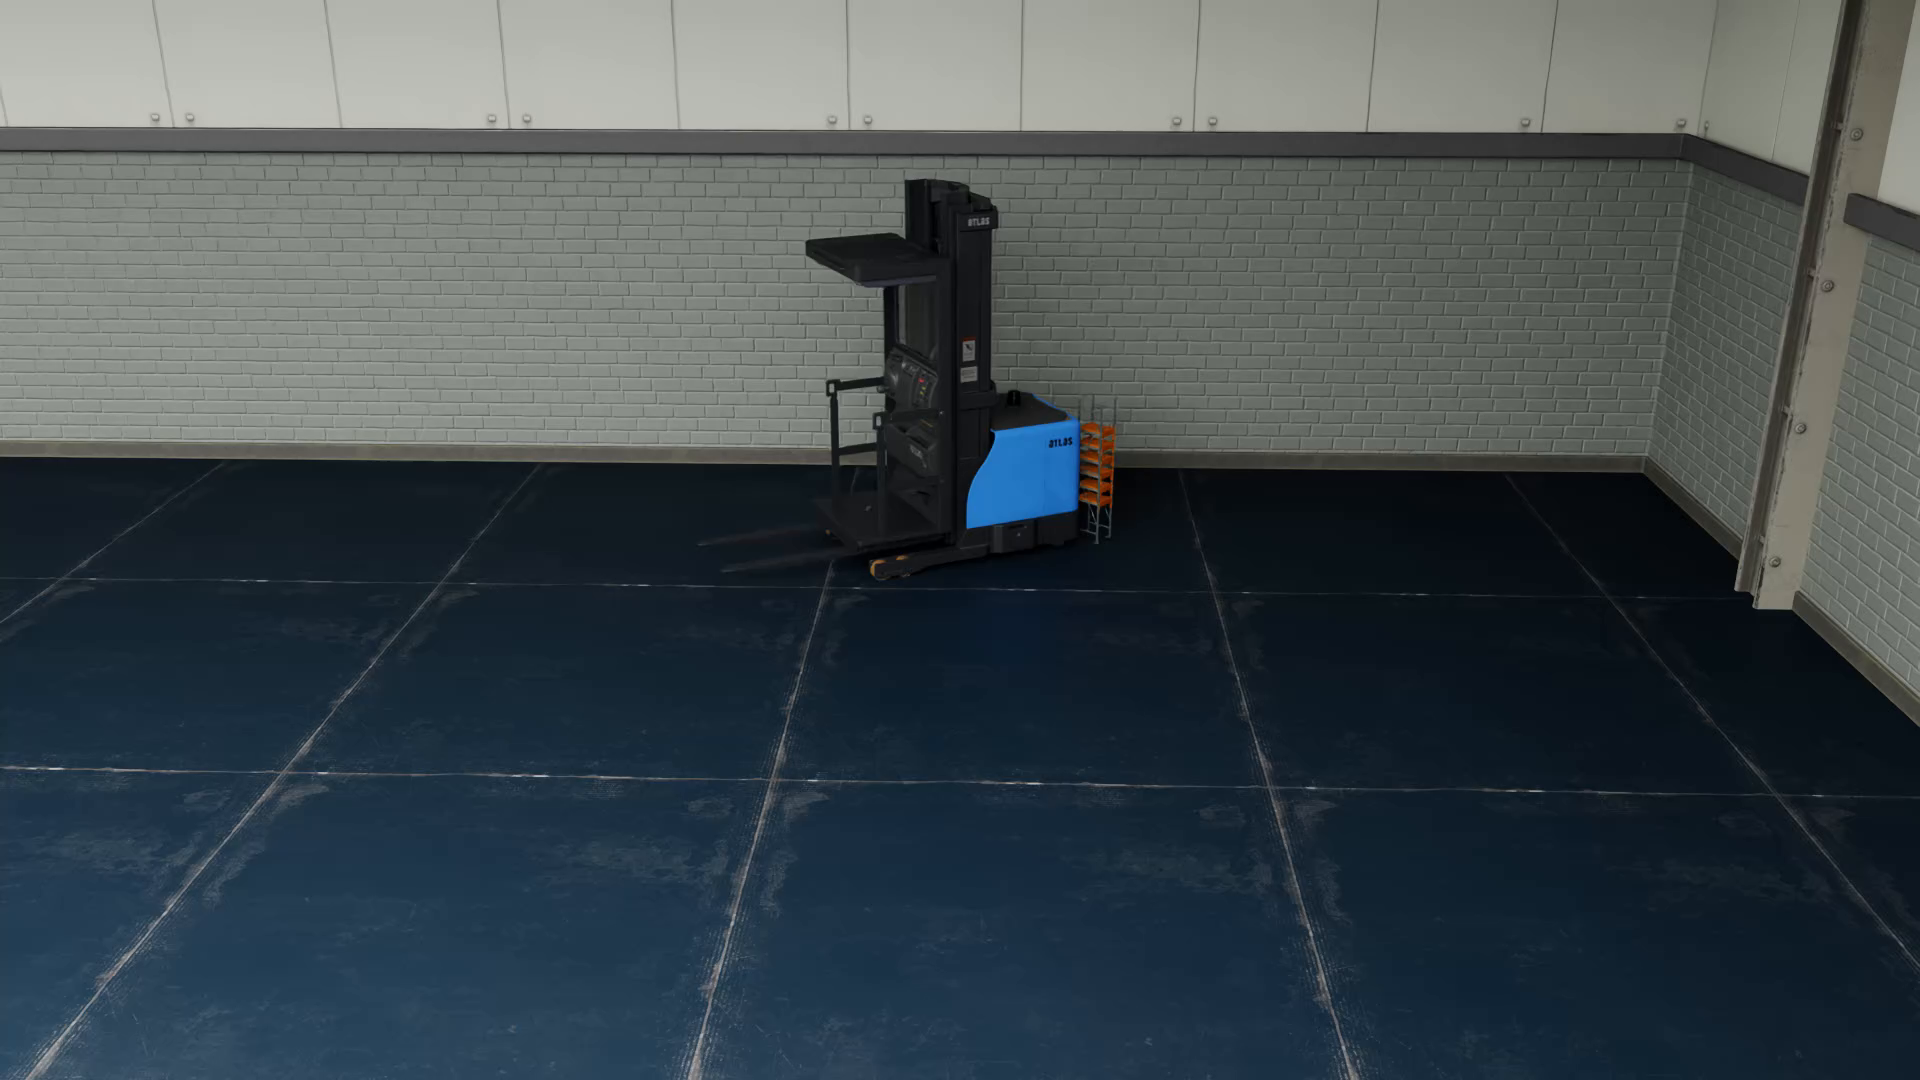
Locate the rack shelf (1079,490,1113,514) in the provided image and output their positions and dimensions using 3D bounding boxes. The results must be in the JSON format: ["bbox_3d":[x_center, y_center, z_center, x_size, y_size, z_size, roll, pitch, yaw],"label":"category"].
[{"bbox_3d":[1.107,-0.318,13.762,0.258,0.103,0.180,18,28,37],"label":"rack shelf"}]

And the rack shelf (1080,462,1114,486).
[{"bbox_3d":[1.109,-0.540,13.672,0.258,0.103,0.180,18,28,37],"label":"rack shelf"}]

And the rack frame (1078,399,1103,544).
[{"bbox_3d":[1.050,-0.556,13.591,0.240,1.200,0.006,18,28,37],"label":"rack frame"}]

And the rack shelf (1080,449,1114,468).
[{"bbox_3d":[1.109,-0.652,13.628,0.258,0.103,0.180,18,28,37],"label":"rack shelf"}]

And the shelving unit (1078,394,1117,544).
[{"bbox_3d":[1.109,-0.581,13.656,0.258,1.200,0.189,18,28,37],"label":"shelving unit"}]

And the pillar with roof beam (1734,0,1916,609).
[{"bbox_3d":[1.827,-3.795,11.162,9.100,9.000,0.400,1,21,2],"label":"pillar with roof beam"}]

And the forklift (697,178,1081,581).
[{"bbox_3d":[-0.572,-1.263,13.025,3.031,2.935,1.130,-10,23,-23],"label":"forklift"}]

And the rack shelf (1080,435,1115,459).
[{"bbox_3d":[1.110,-0.763,13.583,0.258,0.103,0.180,18,28,37],"label":"rack shelf"}]

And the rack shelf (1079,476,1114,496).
[{"bbox_3d":[1.108,-0.429,13.717,0.258,0.103,0.180,18,28,37],"label":"rack shelf"}]

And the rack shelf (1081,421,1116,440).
[{"bbox_3d":[1.110,-0.874,13.538,0.258,0.103,0.180,18,28,37],"label":"rack shelf"}]

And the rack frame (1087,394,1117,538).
[{"bbox_3d":[1.168,-0.607,13.721,0.240,1.200,0.006,18,28,37],"label":"rack frame"}]
